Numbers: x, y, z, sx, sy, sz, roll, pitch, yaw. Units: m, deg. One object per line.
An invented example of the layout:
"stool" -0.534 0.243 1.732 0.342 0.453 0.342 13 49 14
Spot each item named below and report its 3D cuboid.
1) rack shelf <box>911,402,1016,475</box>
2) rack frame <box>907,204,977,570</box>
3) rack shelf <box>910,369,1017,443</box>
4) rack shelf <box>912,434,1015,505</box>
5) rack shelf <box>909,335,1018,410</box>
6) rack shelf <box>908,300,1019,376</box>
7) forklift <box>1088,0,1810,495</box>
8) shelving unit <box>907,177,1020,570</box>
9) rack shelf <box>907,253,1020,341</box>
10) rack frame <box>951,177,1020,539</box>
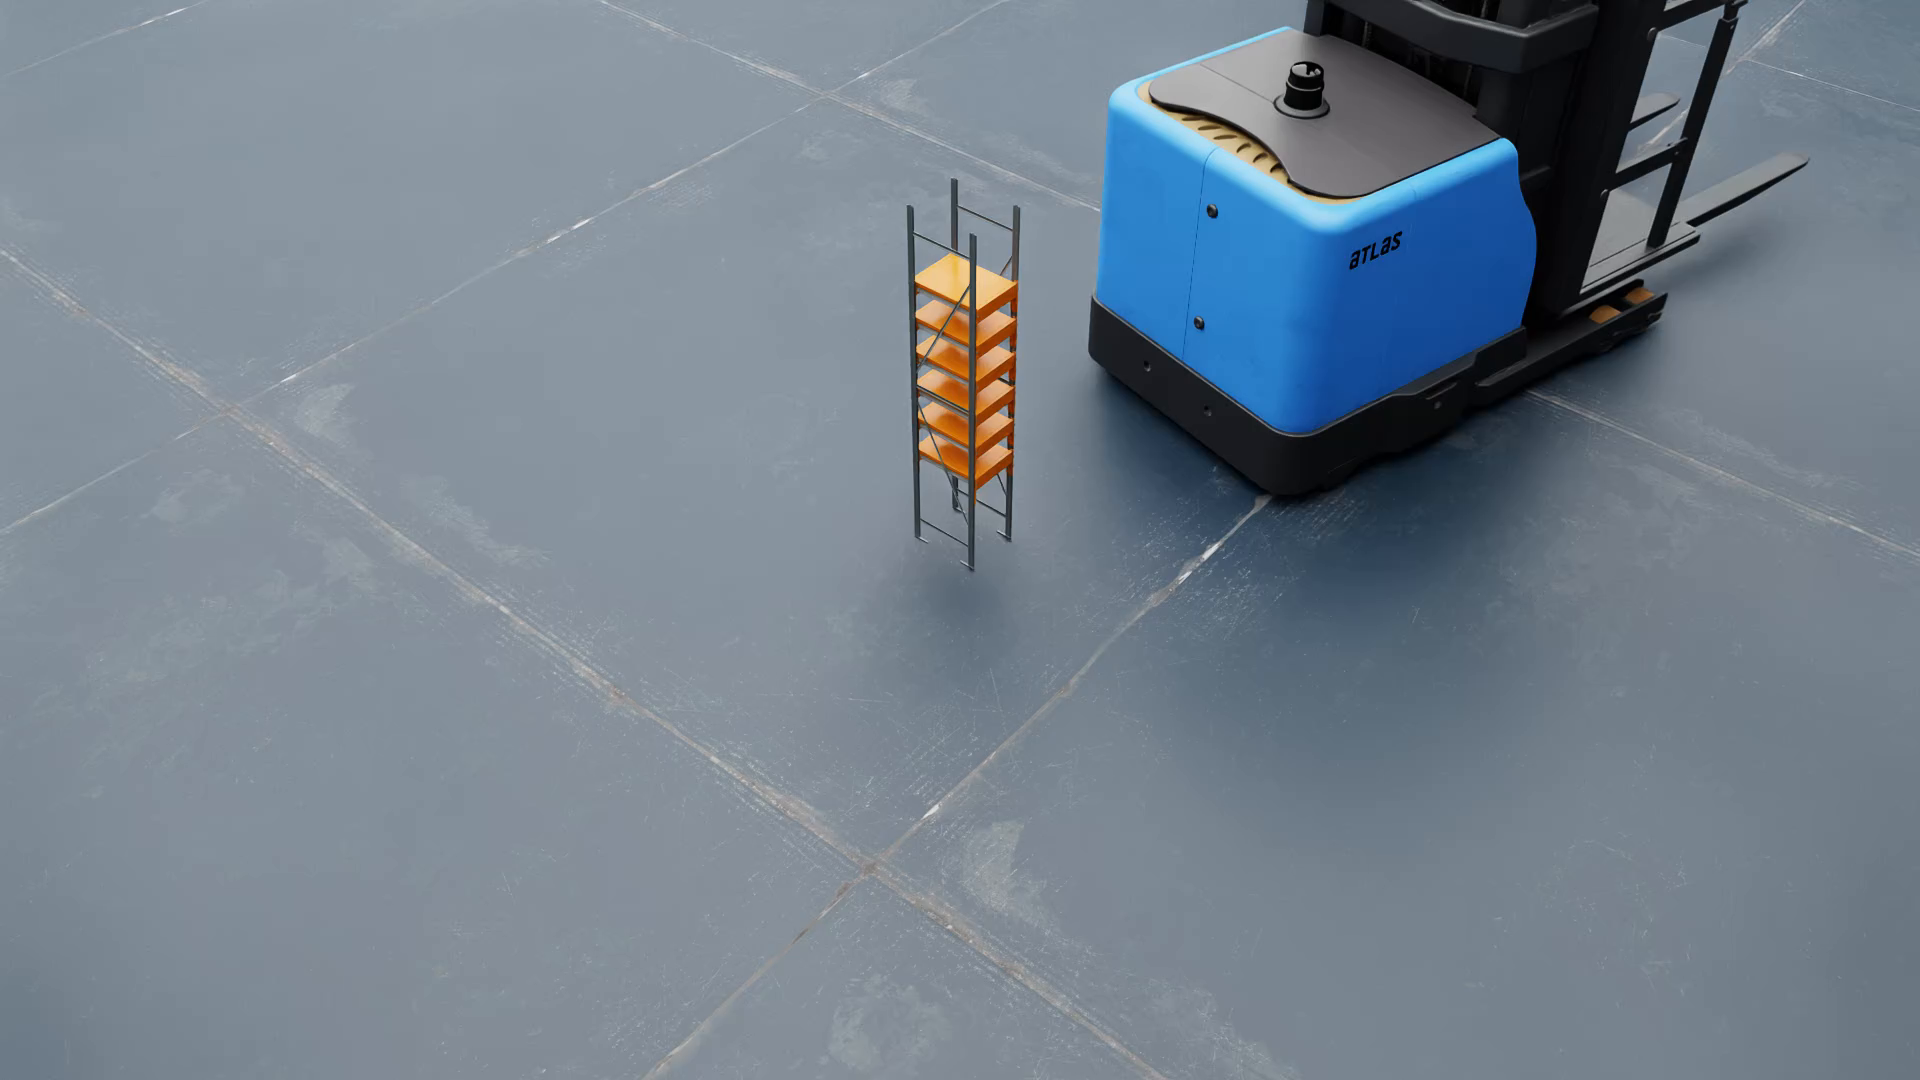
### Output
"rack shelf" 0.009 -0.330 4.965 0.258 0.103 0.180 29 50 28
"rack frame" -0.050 -0.404 4.803 0.240 1.200 0.006 29 50 28
"rack shelf" 0.009 -0.419 4.884 0.258 0.103 0.180 29 50 28
"rack shelf" 0.009 -0.241 5.046 0.258 0.103 0.180 29 50 28
"rack shelf" 0.009 -0.507 4.804 0.258 0.103 0.180 29 50 28
"rack shelf" 0.009 -0.596 4.723 0.258 0.103 0.180 29 50 28
"forklift" 1.947 -2.025 5.299 3.031 2.935 1.130 -26 48 -26
"shelving unit" 0.009 -0.451 4.855 0.258 1.200 0.189 29 50 28
"rack shelf" 0.009 -0.685 4.642 0.258 0.103 0.180 29 50 28
"rack frame" 0.068 -0.498 4.906 0.240 1.200 0.006 29 50 28
